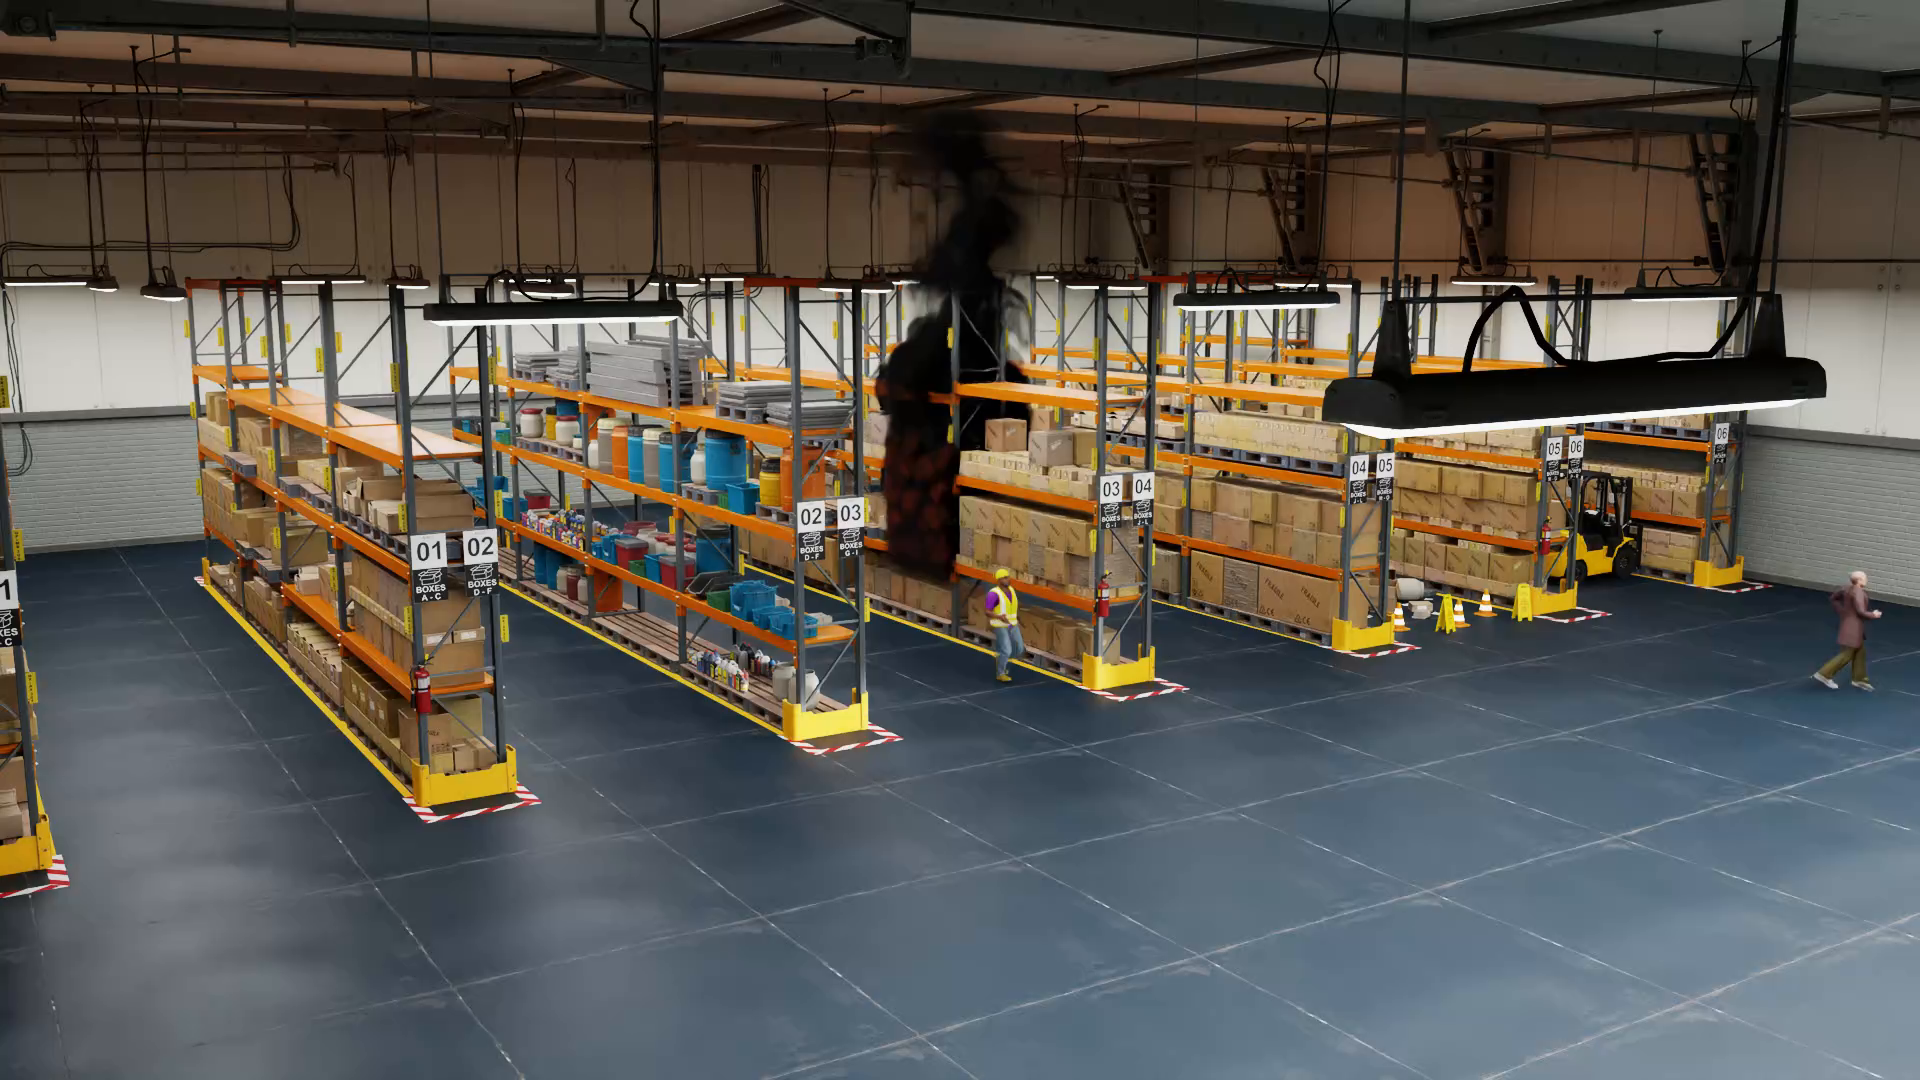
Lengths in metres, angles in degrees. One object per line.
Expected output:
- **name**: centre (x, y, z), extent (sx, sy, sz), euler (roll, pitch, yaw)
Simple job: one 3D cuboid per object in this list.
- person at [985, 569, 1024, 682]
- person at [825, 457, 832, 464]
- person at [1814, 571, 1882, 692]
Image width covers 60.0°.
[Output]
- **person**: centre (0.703, 1.290, 25.130), extent (0.692, 1.720, 0.589), euler (-8, 13, -41)
- **person**: centre (-3.278, -1.167, 39.898), extent (0.711, 1.713, 0.708), euler (-1, 10, -7)
- **person**: centre (13.154, 1.356, 24.590), extent (0.922, 1.829, 0.737), euler (2, 10, 11)
